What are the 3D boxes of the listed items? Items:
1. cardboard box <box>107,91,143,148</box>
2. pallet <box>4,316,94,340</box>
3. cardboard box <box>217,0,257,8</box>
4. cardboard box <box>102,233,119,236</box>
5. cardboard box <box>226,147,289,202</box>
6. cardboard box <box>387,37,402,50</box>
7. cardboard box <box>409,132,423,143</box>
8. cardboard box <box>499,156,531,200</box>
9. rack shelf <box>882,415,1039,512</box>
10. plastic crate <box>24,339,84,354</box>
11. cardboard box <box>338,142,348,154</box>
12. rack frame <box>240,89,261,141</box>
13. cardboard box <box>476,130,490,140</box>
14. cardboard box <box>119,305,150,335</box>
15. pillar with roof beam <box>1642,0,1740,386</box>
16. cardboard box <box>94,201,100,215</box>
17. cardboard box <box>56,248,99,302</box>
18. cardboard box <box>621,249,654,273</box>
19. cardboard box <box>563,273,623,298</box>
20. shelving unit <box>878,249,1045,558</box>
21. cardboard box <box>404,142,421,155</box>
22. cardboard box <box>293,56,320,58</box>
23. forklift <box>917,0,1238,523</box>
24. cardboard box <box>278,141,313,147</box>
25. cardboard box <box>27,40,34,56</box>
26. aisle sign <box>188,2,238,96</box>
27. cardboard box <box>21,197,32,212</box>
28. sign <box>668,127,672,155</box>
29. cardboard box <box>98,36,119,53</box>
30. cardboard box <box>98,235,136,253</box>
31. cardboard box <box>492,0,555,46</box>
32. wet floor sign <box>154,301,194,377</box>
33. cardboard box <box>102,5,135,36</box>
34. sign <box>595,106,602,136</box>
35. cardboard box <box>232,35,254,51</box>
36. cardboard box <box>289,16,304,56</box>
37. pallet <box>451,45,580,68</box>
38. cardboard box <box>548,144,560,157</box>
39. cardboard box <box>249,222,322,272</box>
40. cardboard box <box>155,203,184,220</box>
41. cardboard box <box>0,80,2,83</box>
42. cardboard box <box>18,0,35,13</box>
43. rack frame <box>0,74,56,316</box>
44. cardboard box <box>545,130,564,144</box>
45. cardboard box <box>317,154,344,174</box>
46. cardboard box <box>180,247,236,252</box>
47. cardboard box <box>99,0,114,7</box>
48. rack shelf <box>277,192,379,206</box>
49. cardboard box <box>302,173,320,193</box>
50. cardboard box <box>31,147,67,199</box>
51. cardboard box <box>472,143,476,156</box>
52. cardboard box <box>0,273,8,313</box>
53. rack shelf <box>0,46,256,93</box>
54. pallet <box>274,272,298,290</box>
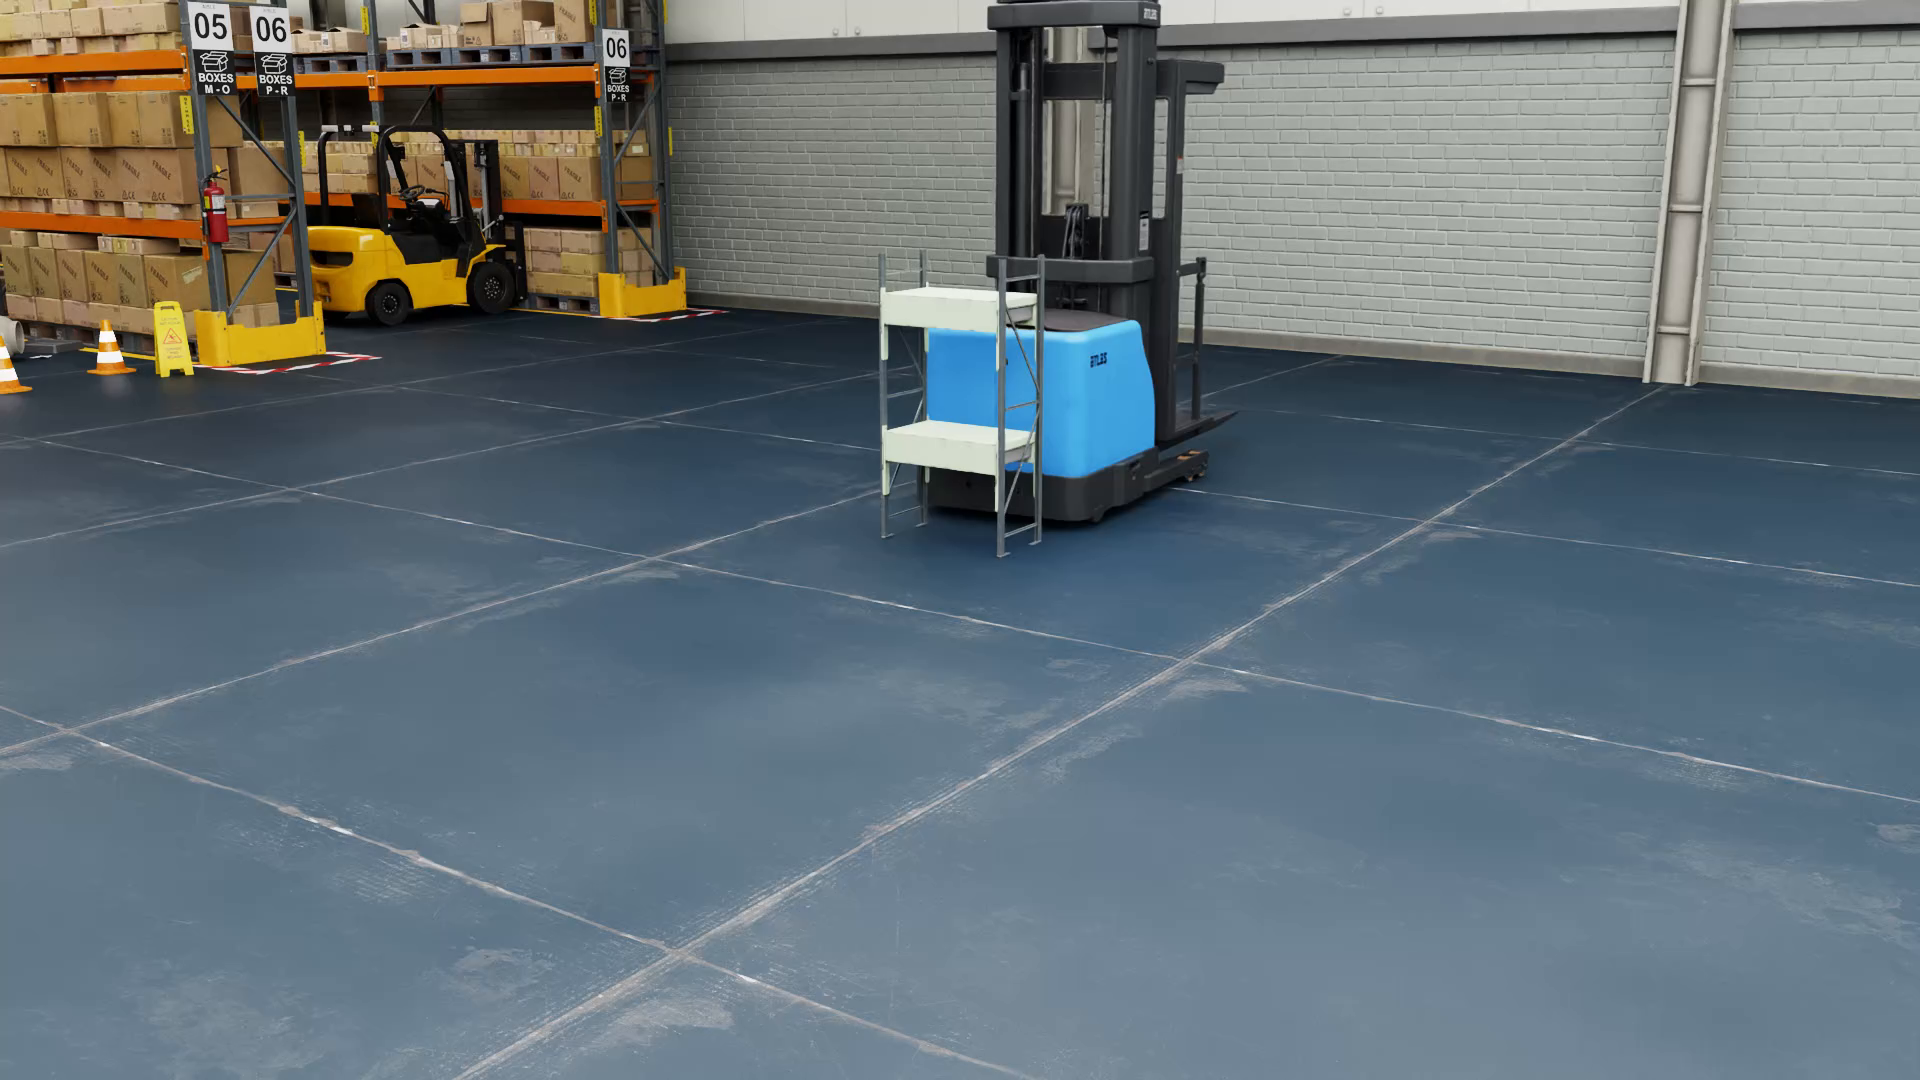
[{"bbox_3d":[-7.491,-3.937,15.576,0.500,0.500,0.700,9,17,33],"label":"cardboard box"},{"bbox_3d":[-9.272,-2.264,17.529,1.213,0.211,1.003,9,17,33],"label":"pallet"},{"bbox_3d":[-6.711,-4.974,15.293,0.250,0.149,0.380,9,17,32],"label":"cardboard box"},{"bbox_3d":[-12.585,-4.507,25.116,0.500,0.500,0.500,9,16,31],"label":"cardboard box"},{"bbox_3d":[-6.768,-3.476,15.795,0.500,0.500,0.500,9,16,32],"label":"cardboard box"},{"bbox_3d":[-6.879,-6.156,20.649,0.250,0.149,0.380,10,17,34],"label":"cardboard box"},{"bbox_3d":[-6.706,-5.083,20.937,0.250,0.149,0.380,9,17,34],"label":"cardboard box"},{"bbox_3d":[-5.168,-4.357,19.972,0.500,0.500,0.500,9,16,32],"label":"cardboard box"},{"bbox_3d":[0.006,-0.411,8.718,0.720,0.370,0.431,9,17,33],"label":"rack shelf"},{"bbox_3d":[-9.004,-1.909,16.369,0.583,0.080,0.402,3,14,14],"label":"plastic crate"},{"bbox_3d":[-7.887,-5.130,21.746,0.250,0.149,0.380,9,17,33],"label":"cardboard box"},{"bbox_3d":[-10.401,-5.227,23.697,0.127,3.000,1.000,9,17,33],"label":"rack frame"},{"bbox_3d":[-5.653,-4.910,20.237,0.250,0.149,0.380,9,17,33],"label":"cardboard box"},{"bbox_3d":[-7.776,-2.159,16.151,0.500,0.250,0.500,9,17,33],"label":"cardboard box"},{"bbox_3d":[3.717,-4.872,9.776,0.400,9.000,9.100,9,17,33],"label":"pillar with roof beam"},{"bbox_3d":[-8.217,-3.258,16.267,0.250,0.149,0.380,9,17,33],"label":"cardboard box"},{"bbox_3d":[-8.630,-2.661,16.619,0.500,0.500,0.500,10,17,36],"label":"cardboard box"},{"bbox_3d":[-4.037,-3.371,20.004,0.500,0.250,0.500,10,17,34],"label":"cardboard box"},{"bbox_3d":[-4.329,-3.023,19.643,0.500,0.250,0.500,9,17,33],"label":"cardboard box"},{"bbox_3d":[0.006,-0.727,8.639,0.755,1.500,0.431,9,17,33],"label":"shelving unit"},{"bbox_3d":[-6.748,-4.924,20.916,0.250,0.149,0.380,10,17,34],"label":"cardboard box"},{"bbox_3d":[-8.916,-6.645,22.585,0.250,0.166,0.380,9,17,33],"label":"cardboard box"},{"bbox_3d":[0.906,-1.823,10.089,1.130,2.935,3.031,7,16,28],"label":"forklift"},{"bbox_3d":[-8.954,-5.302,22.443,0.250,0.149,0.380,9,17,33],"label":"cardboard box"},{"bbox_3d":[-8.873,-4.807,16.279,0.250,0.149,0.380,9,16,31],"label":"cardboard box"},{"bbox_3d":[-6.640,-4.360,14.783,0.004,0.787,0.394,9,17,33],"label":"aisle sign"},{"bbox_3d":[-9.291,-3.419,16.916,0.250,0.149,0.380,9,17,33],"label":"cardboard box"},{"bbox_3d":[-3.448,-4.723,19.693,0.005,0.325,0.100,9,17,33],"label":"sign"},{"bbox_3d":[-7.815,-4.631,15.568,0.250,0.149,0.380,9,17,32],"label":"cardboard box"},{"bbox_3d":[-8.107,-2.873,16.126,0.250,0.149,0.380,10,17,35],"label":"cardboard box"},{"bbox_3d":[-5.060,-6.079,19.607,0.500,0.500,0.700,9,17,33],"label":"cardboard box"},{"bbox_3d":[-6.969,-1.782,14.681,0.267,0.644,0.232,-10,17,-35],"label":"wet floor sign"},{"bbox_3d":[-7.514,-4.777,15.329,0.500,0.250,0.500,9,16,32],"label":"cardboard box"},{"bbox_3d":[-4.077,-4.725,18.765,0.005,0.325,0.100,9,17,33],"label":"sign"},{"bbox_3d":[-6.624,-4.607,15.473,0.250,0.149,0.380,9,17,33],"label":"cardboard box"},{"bbox_3d":[-9.091,-6.702,22.121,0.500,0.500,0.500,10,17,34],"label":"cardboard box"},{"bbox_3d":[-5.352,-5.831,20.077,1.213,0.211,1.003,9,17,33],"label":"pallet"},{"bbox_3d":[-4.617,-4.584,19.539,0.250,0.149,0.380,10,17,34],"label":"cardboard box"},{"bbox_3d":[-9.344,-4.106,23.235,0.625,0.625,0.875,10,17,35],"label":"cardboard box"},{"bbox_3d":[-7.232,-3.061,15.471,0.250,0.149,0.380,9,16,32],"label":"cardboard box"},{"bbox_3d":[-14.804,-7.192,25.914,0.250,0.149,0.380,9,17,33],"label":"cardboard box"},{"bbox_3d":[-8.887,-5.184,16.145,0.250,0.149,0.380,9,16,31],"label":"cardboard box"},{"bbox_3d":[-9.849,-3.700,17.529,0.127,3.000,1.000,9,17,33],"label":"rack frame"},{"bbox_3d":[-4.632,-4.725,19.490,0.250,0.149,0.380,10,17,34],"label":"cardboard box"},{"bbox_3d":[-8.063,-4.943,21.820,0.500,0.250,0.500,9,16,31],"label":"cardboard box"},{"bbox_3d":[-7.501,-2.633,16.504,0.500,0.500,0.500,8,16,31],"label":"cardboard box"},{"bbox_3d":[-7.771,-5.023,15.493,0.250,0.149,0.380,9,17,33],"label":"cardboard box"},{"bbox_3d":[-8.741,-4.610,22.700,4.000,0.370,1.077,9,17,33],"label":"rack shelf"},{"bbox_3d":[-8.461,-4.772,22.171,0.500,0.250,0.500,9,17,33],"label":"cardboard box"},{"bbox_3d":[-8.801,-3.646,16.483,0.500,0.500,0.500,9,17,32],"label":"cardboard box"},{"bbox_3d":[-5.692,-4.748,20.201,0.250,0.149,0.380,9,16,32],"label":"cardboard box"},{"bbox_3d":[-10.286,-2.699,18.077,0.625,0.372,0.950,9,17,34],"label":"cardboard box"},{"bbox_3d":[-8.190,-4.539,16.172,4.000,0.370,1.077,9,17,33],"label":"rack shelf"},{"bbox_3d":[-8.732,-3.592,22.893,1.213,0.211,1.003,9,17,33],"label":"pallet"}]
